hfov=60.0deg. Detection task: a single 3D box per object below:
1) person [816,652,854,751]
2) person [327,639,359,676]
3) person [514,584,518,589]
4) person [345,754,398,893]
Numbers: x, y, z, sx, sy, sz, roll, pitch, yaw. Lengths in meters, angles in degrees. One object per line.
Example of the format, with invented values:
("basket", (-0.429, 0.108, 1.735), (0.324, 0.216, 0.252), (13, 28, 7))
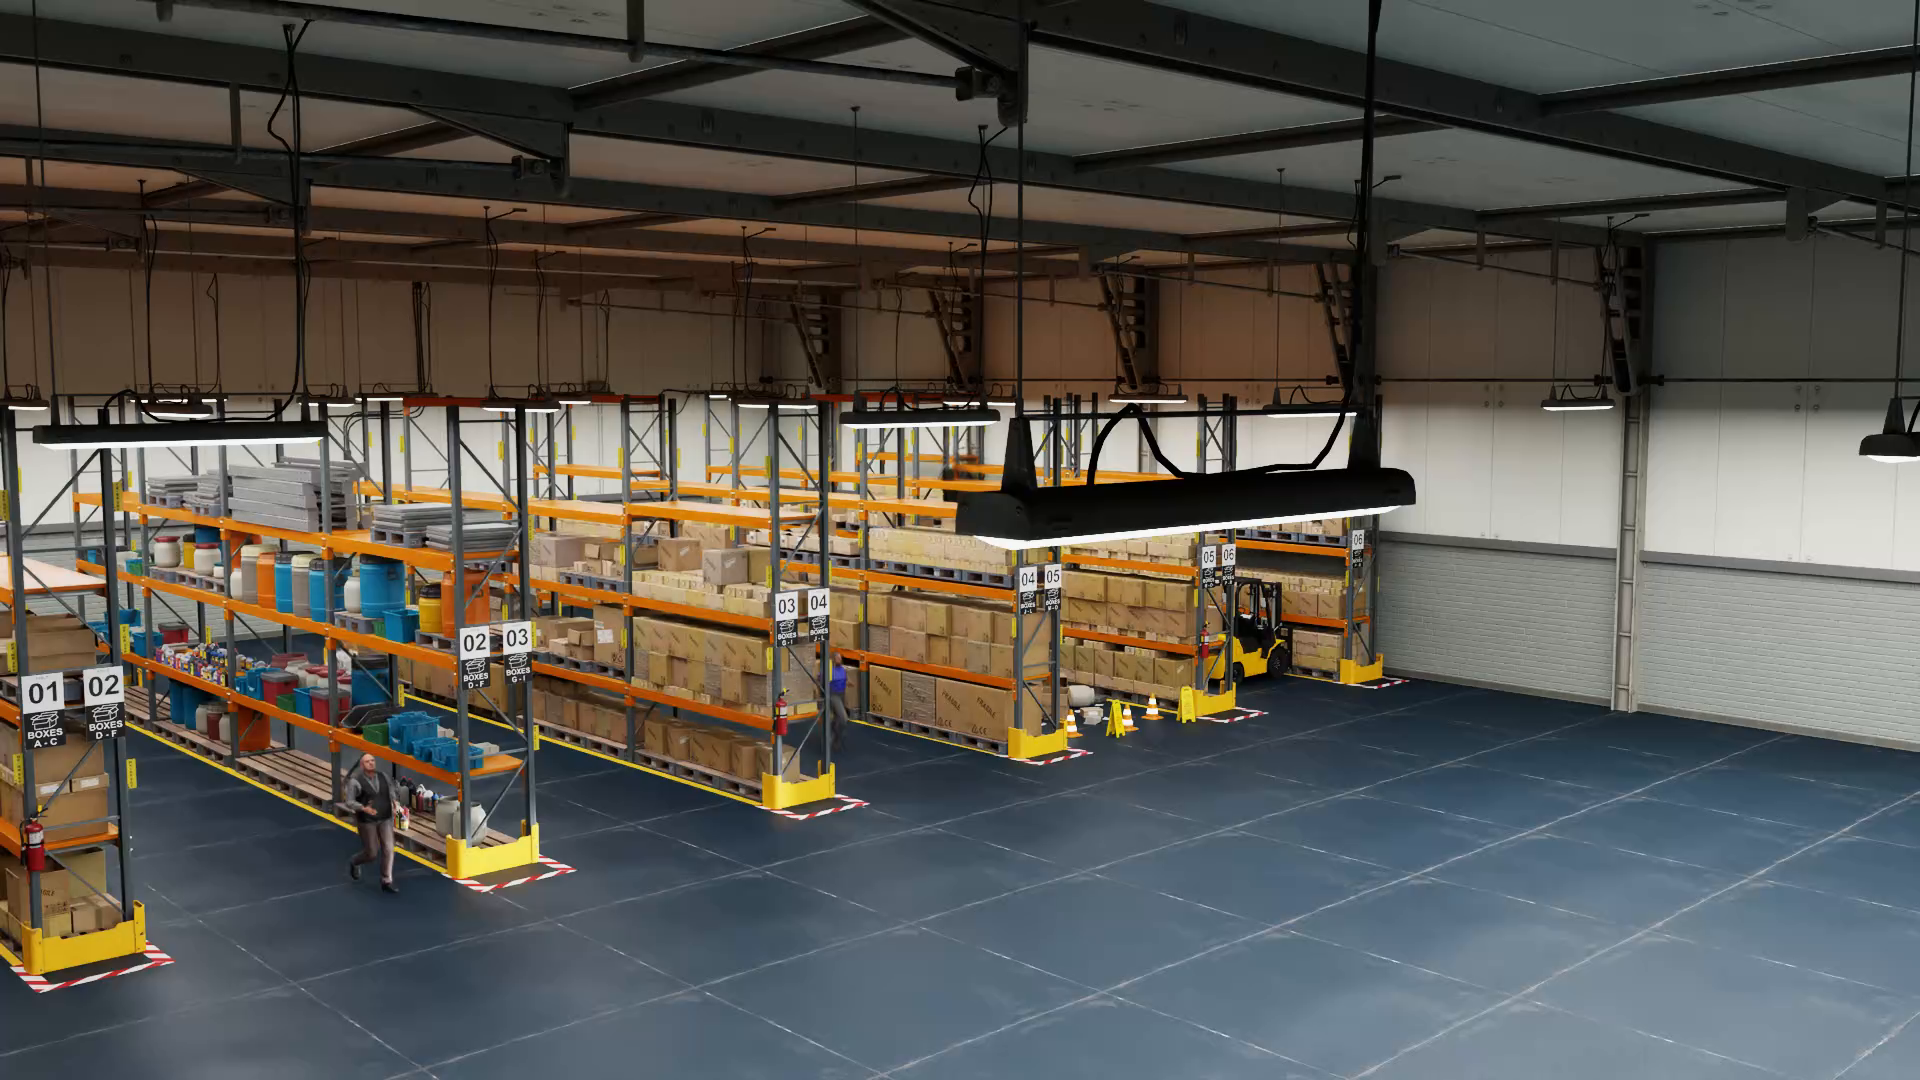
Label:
("person", (-2.111, 2.765, 28.479), (0.725, 1.701, 0.535), (3, 6, 32))
("person", (-11.142, 2.560, 30.265), (0.896, 1.670, 0.622), (4, 7, 38))
("person", (-10.200, 1.812, 37.738), (0.684, 1.734, 0.920), (-4, 7, -35))
("person", (-7.246, 3.504, 20.676), (0.676, 1.668, 0.855), (-5, 7, -42))
